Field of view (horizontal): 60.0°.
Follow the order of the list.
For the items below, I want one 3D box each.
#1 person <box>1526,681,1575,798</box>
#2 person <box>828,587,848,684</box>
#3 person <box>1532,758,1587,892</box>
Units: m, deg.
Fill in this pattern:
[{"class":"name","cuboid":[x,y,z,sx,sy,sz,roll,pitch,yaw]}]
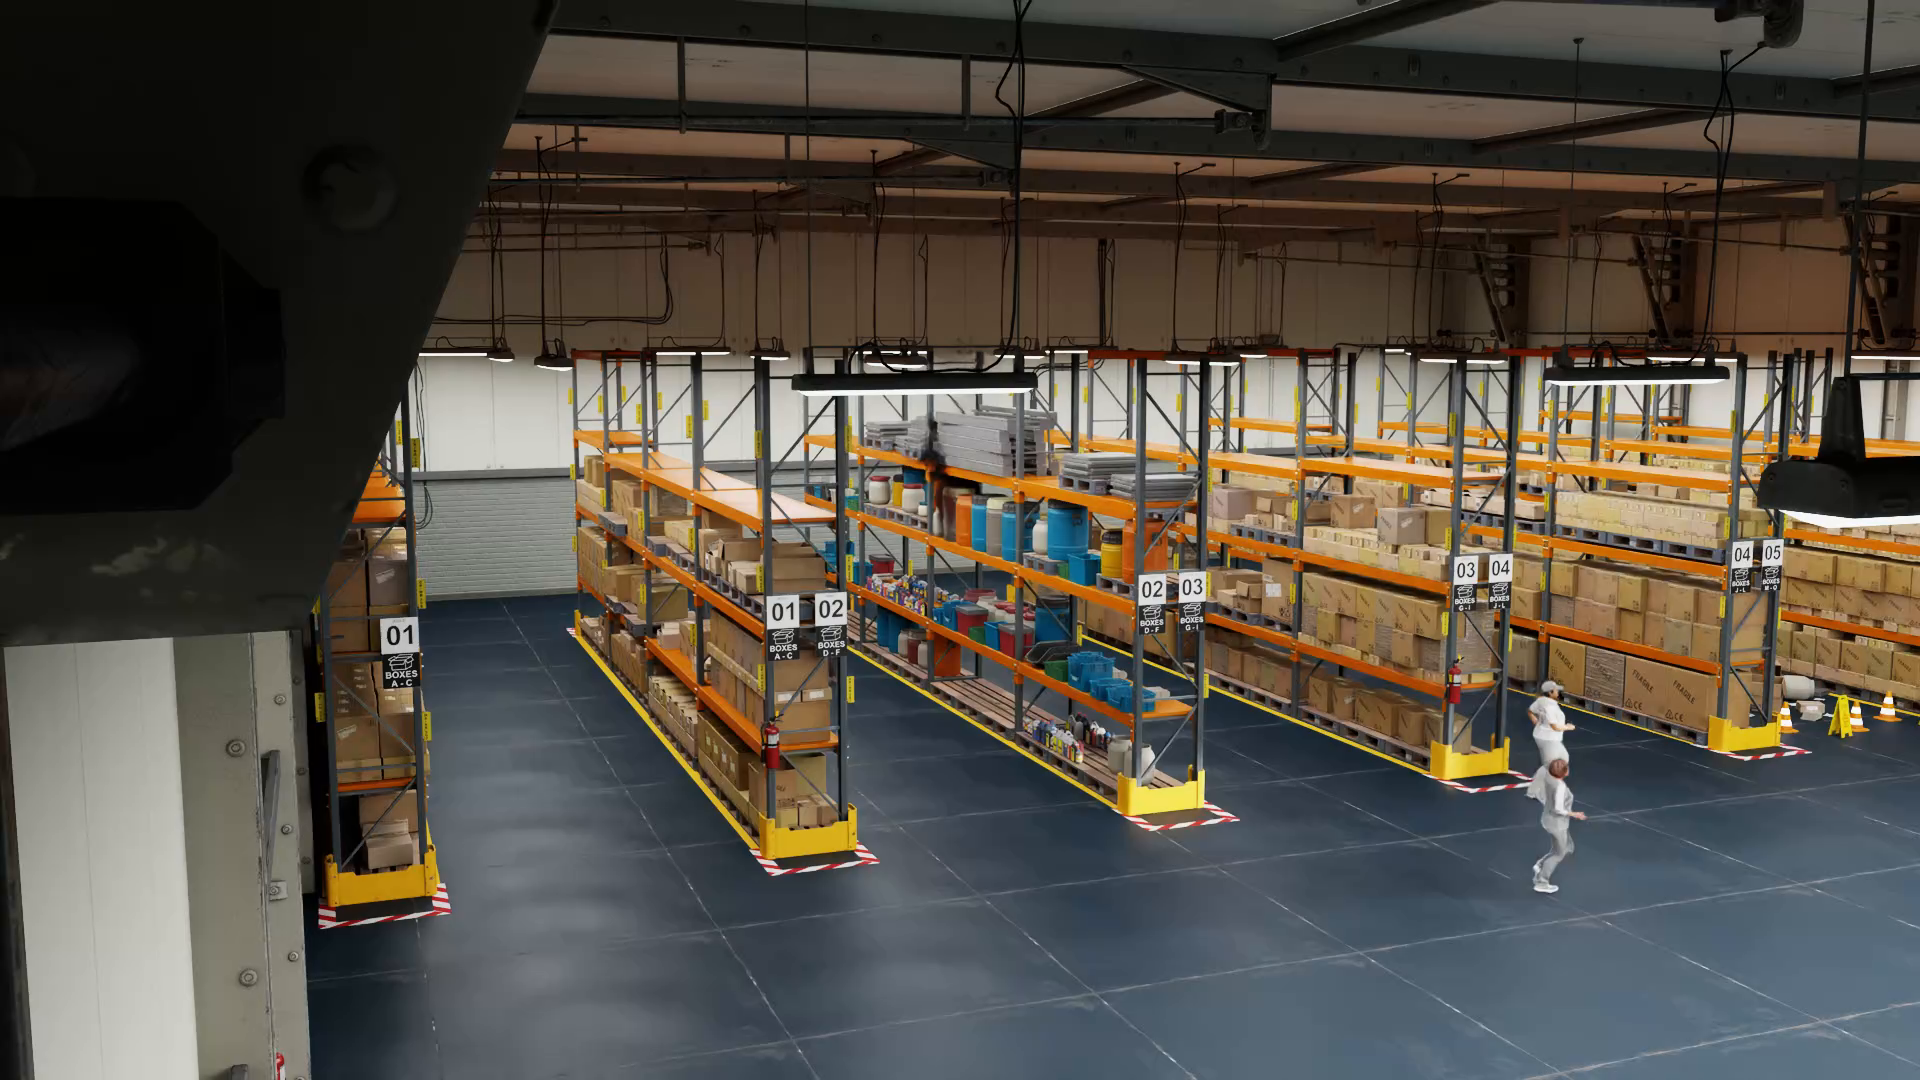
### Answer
[{"class":"person","cuboid":[8.032,2.713,22.595,0.610,1.631,0.586,1,7,8]},{"class":"person","cuboid":[-2.233,1.640,29.049,0.586,1.654,0.620,-2,7,-18]},{"class":"person","cuboid":[6.773,3.223,18.791,0.530,1.556,0.510,0,7,4]}]
